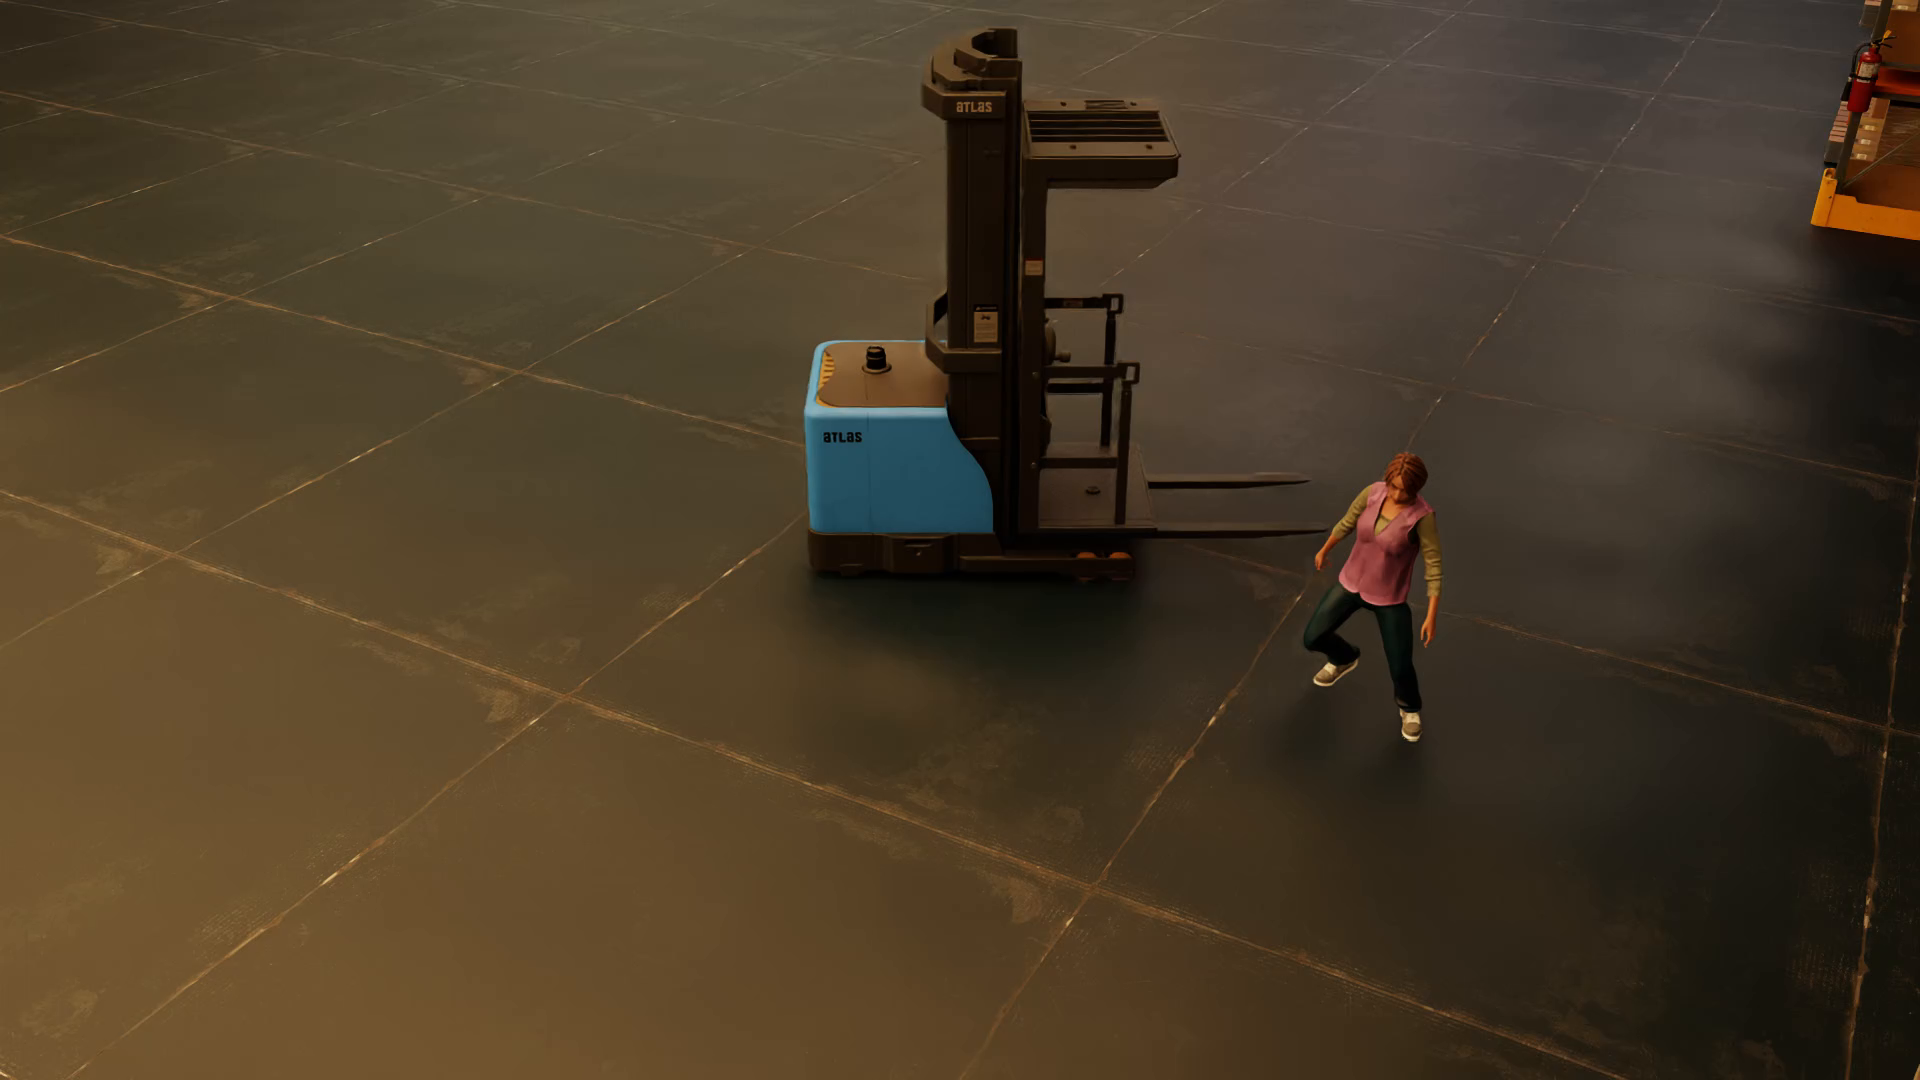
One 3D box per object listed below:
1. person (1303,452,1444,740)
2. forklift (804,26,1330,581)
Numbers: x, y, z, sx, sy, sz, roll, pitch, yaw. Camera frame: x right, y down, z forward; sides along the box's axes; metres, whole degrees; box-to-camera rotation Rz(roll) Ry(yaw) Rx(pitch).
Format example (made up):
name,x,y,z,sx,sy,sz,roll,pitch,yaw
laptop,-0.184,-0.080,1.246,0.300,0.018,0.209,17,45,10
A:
name,x,y,z,sx,sy,sz,roll,pitch,yaw
person,2.016,0.238,8.101,0.447,1.504,0.764,-25,39,-37
forklift,0.637,-1.298,9.320,3.031,2.935,1.130,0,30,0
